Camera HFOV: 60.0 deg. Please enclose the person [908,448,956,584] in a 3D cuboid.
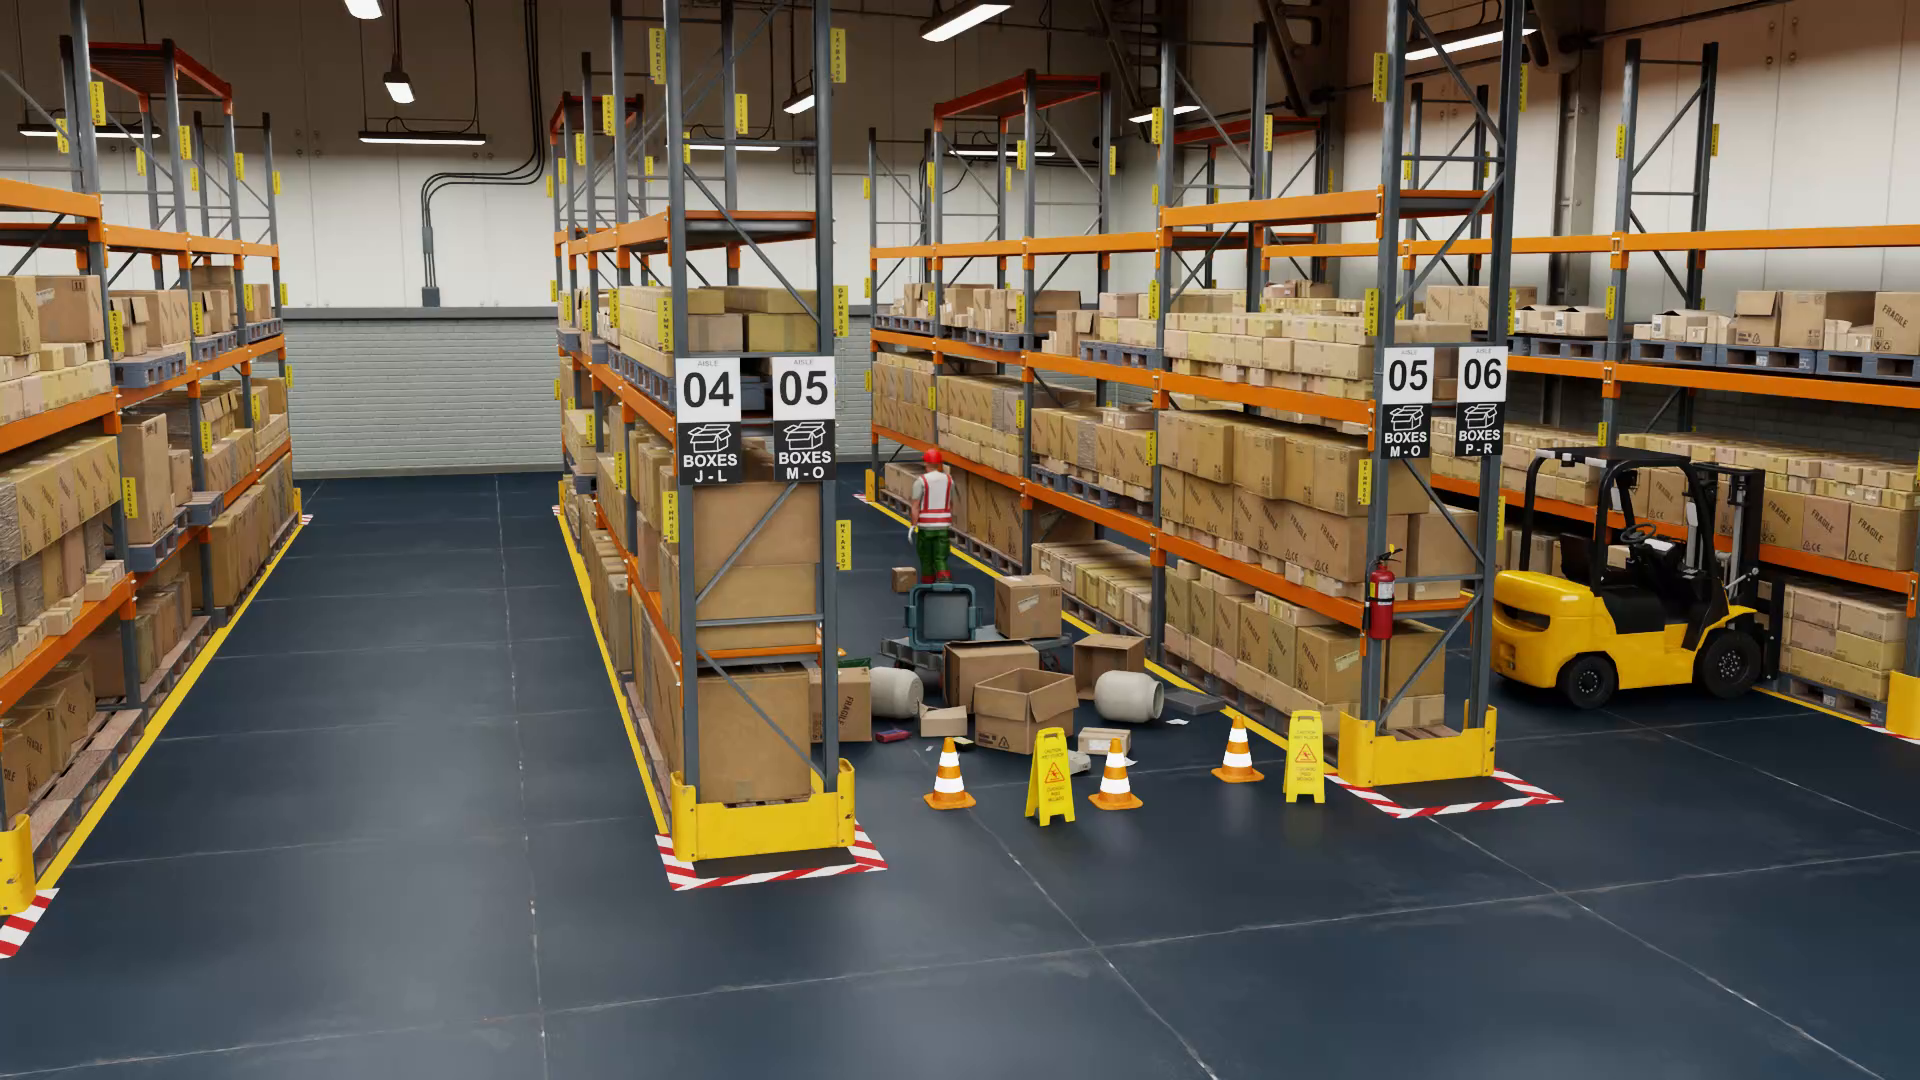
[{"bbox_3d":[-0.319,-0.129,18.594,0.580,1.784,0.760,-3,10,-17],"label":"person"}]
